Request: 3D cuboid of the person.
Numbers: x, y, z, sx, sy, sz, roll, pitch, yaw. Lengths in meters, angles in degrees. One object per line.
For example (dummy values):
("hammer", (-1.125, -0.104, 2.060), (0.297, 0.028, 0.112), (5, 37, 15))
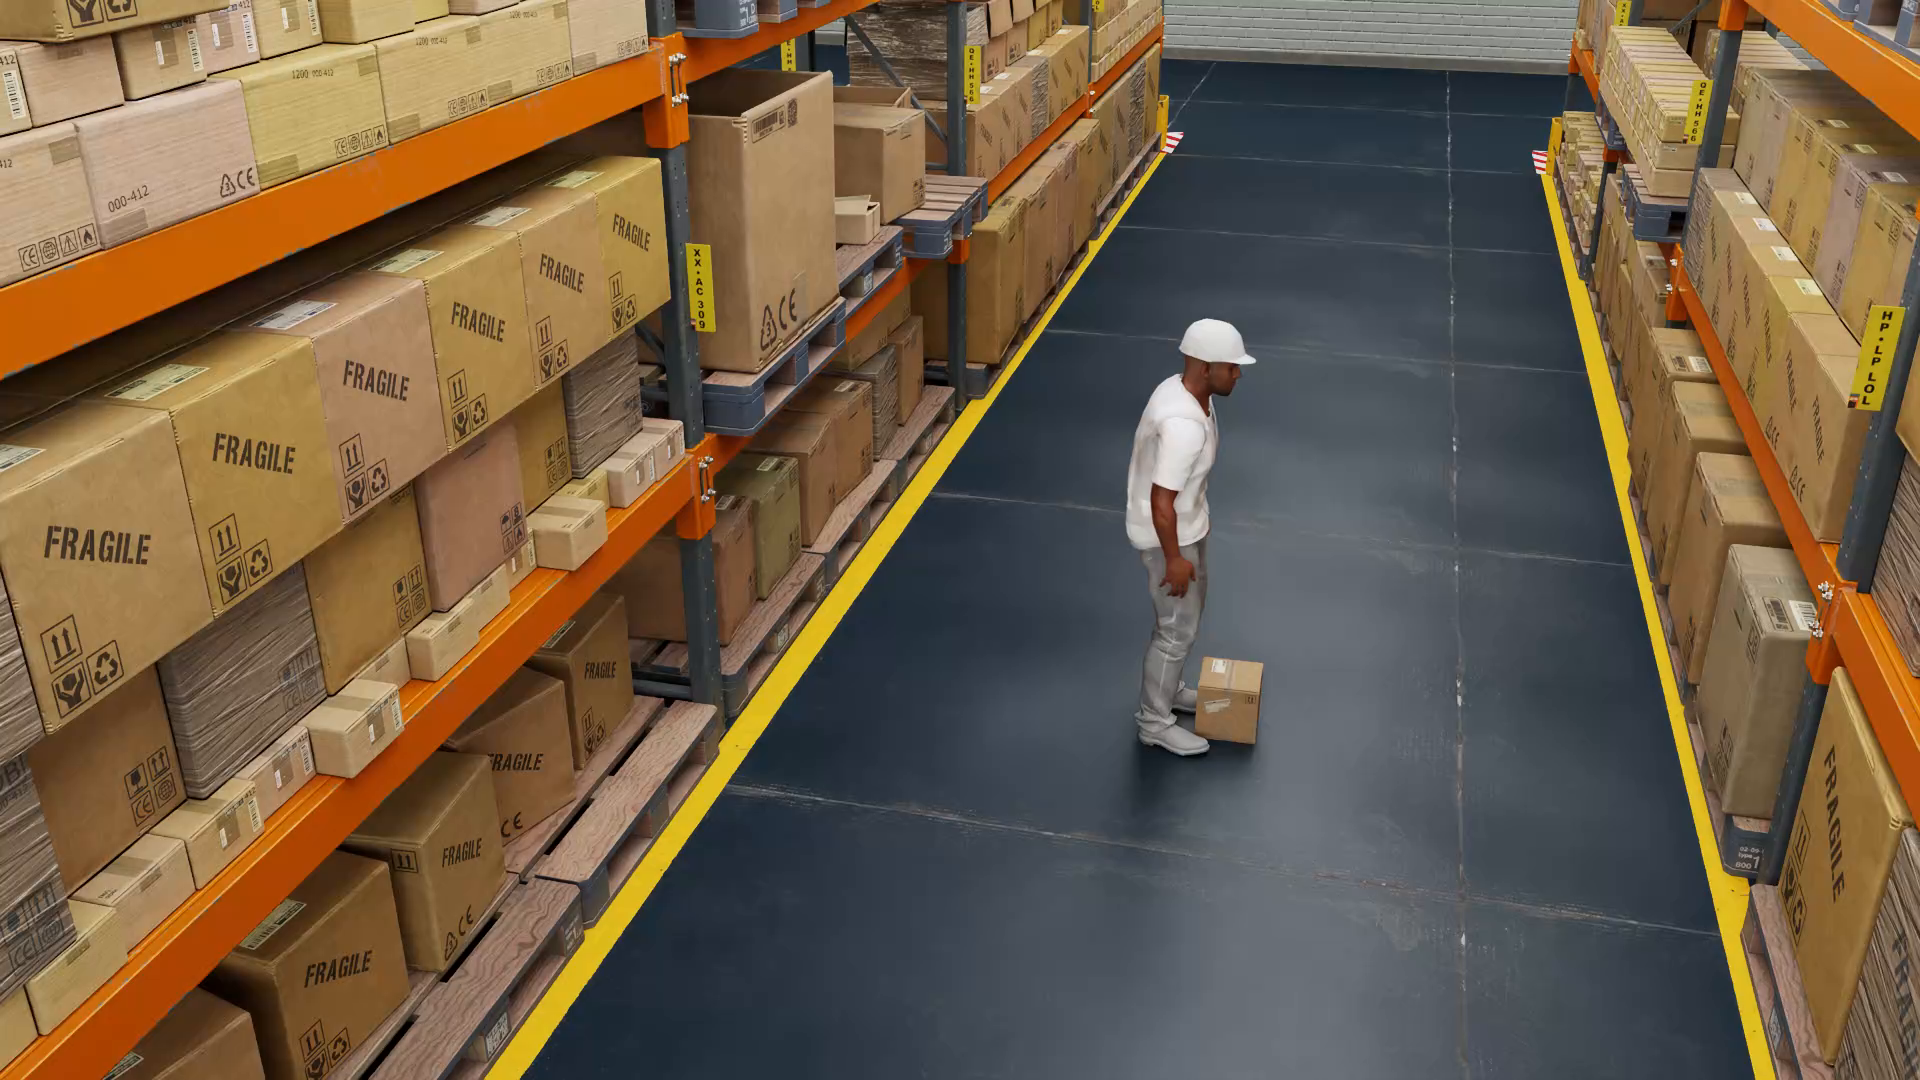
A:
("person", (0.892, -0.030, 6.651), (0.460, 1.760, 0.619), (6, 26, 12))
